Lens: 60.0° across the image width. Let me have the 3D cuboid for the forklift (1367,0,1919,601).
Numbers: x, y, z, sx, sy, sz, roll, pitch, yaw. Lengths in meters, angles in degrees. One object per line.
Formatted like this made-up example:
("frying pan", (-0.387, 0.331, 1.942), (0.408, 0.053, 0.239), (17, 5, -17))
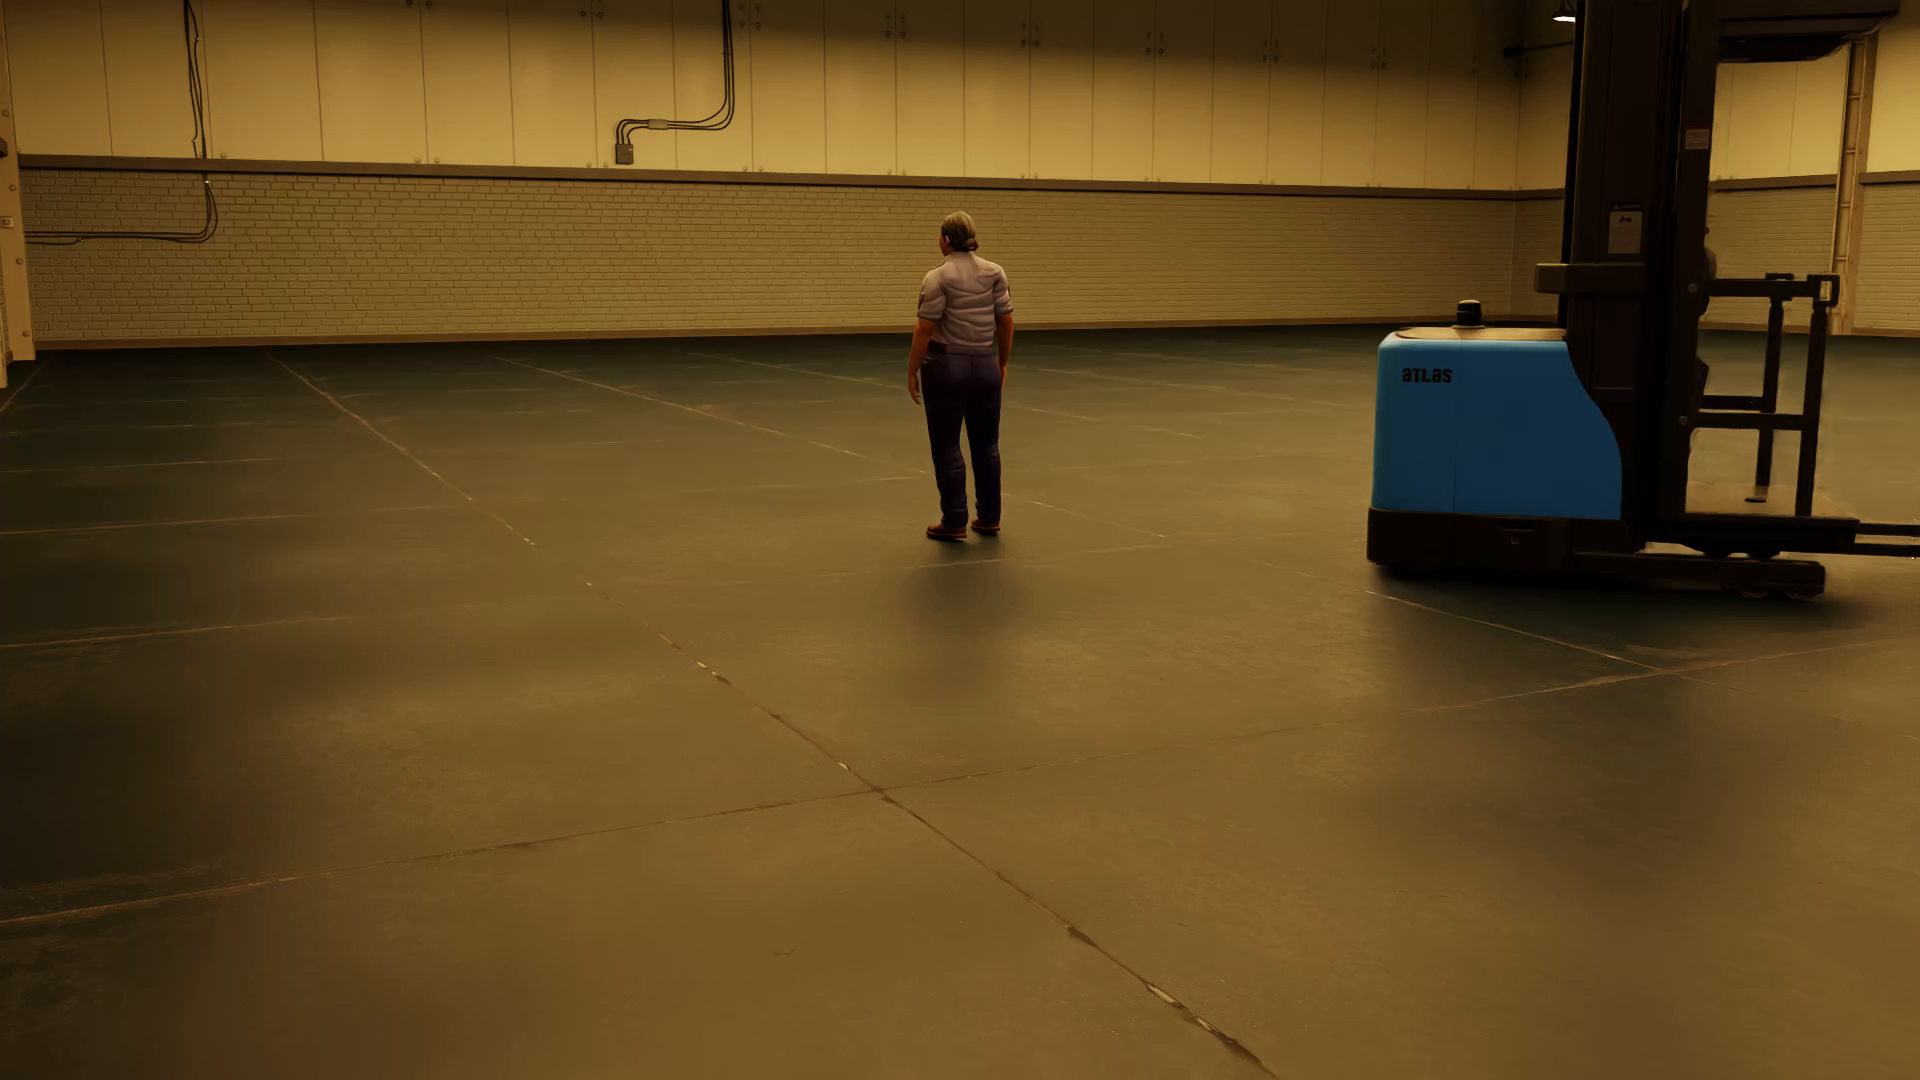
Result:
("forklift", (3.435, -1.285, 7.360), (3.031, 2.935, 1.130), (3, 10, 16))

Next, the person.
("person", (-0.019, -0.835, 8.510), (0.598, 1.651, 0.503), (-5, 11, -26))
